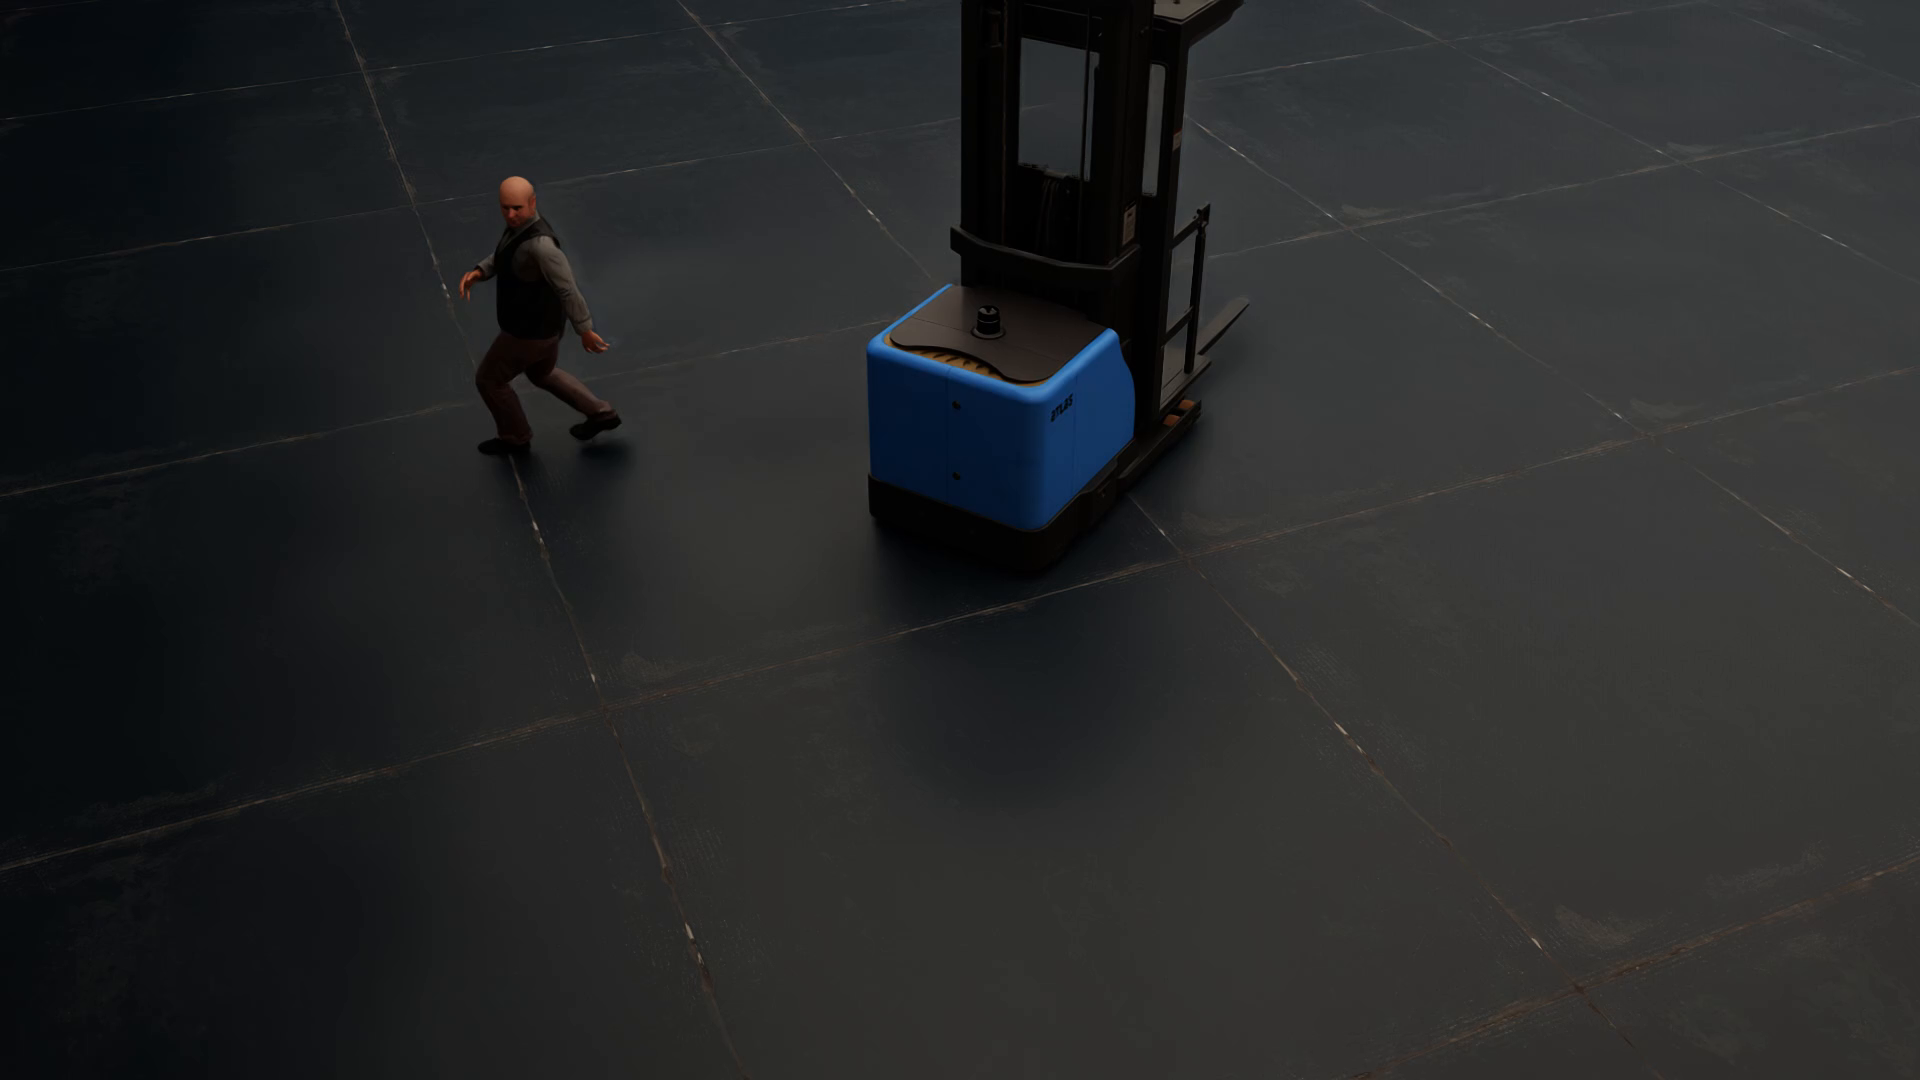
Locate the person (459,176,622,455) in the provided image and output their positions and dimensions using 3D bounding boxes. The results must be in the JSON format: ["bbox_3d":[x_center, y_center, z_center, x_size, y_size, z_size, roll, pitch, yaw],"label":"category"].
[{"bbox_3d":[-2.276,-1.162,8.878,0.868,1.640,0.573,0,35,-1],"label":"person"}]

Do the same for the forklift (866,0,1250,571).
[{"bbox_3d":[0.725,-1.865,8.721,1.130,2.935,3.031,20,40,25],"label":"forklift"}]
